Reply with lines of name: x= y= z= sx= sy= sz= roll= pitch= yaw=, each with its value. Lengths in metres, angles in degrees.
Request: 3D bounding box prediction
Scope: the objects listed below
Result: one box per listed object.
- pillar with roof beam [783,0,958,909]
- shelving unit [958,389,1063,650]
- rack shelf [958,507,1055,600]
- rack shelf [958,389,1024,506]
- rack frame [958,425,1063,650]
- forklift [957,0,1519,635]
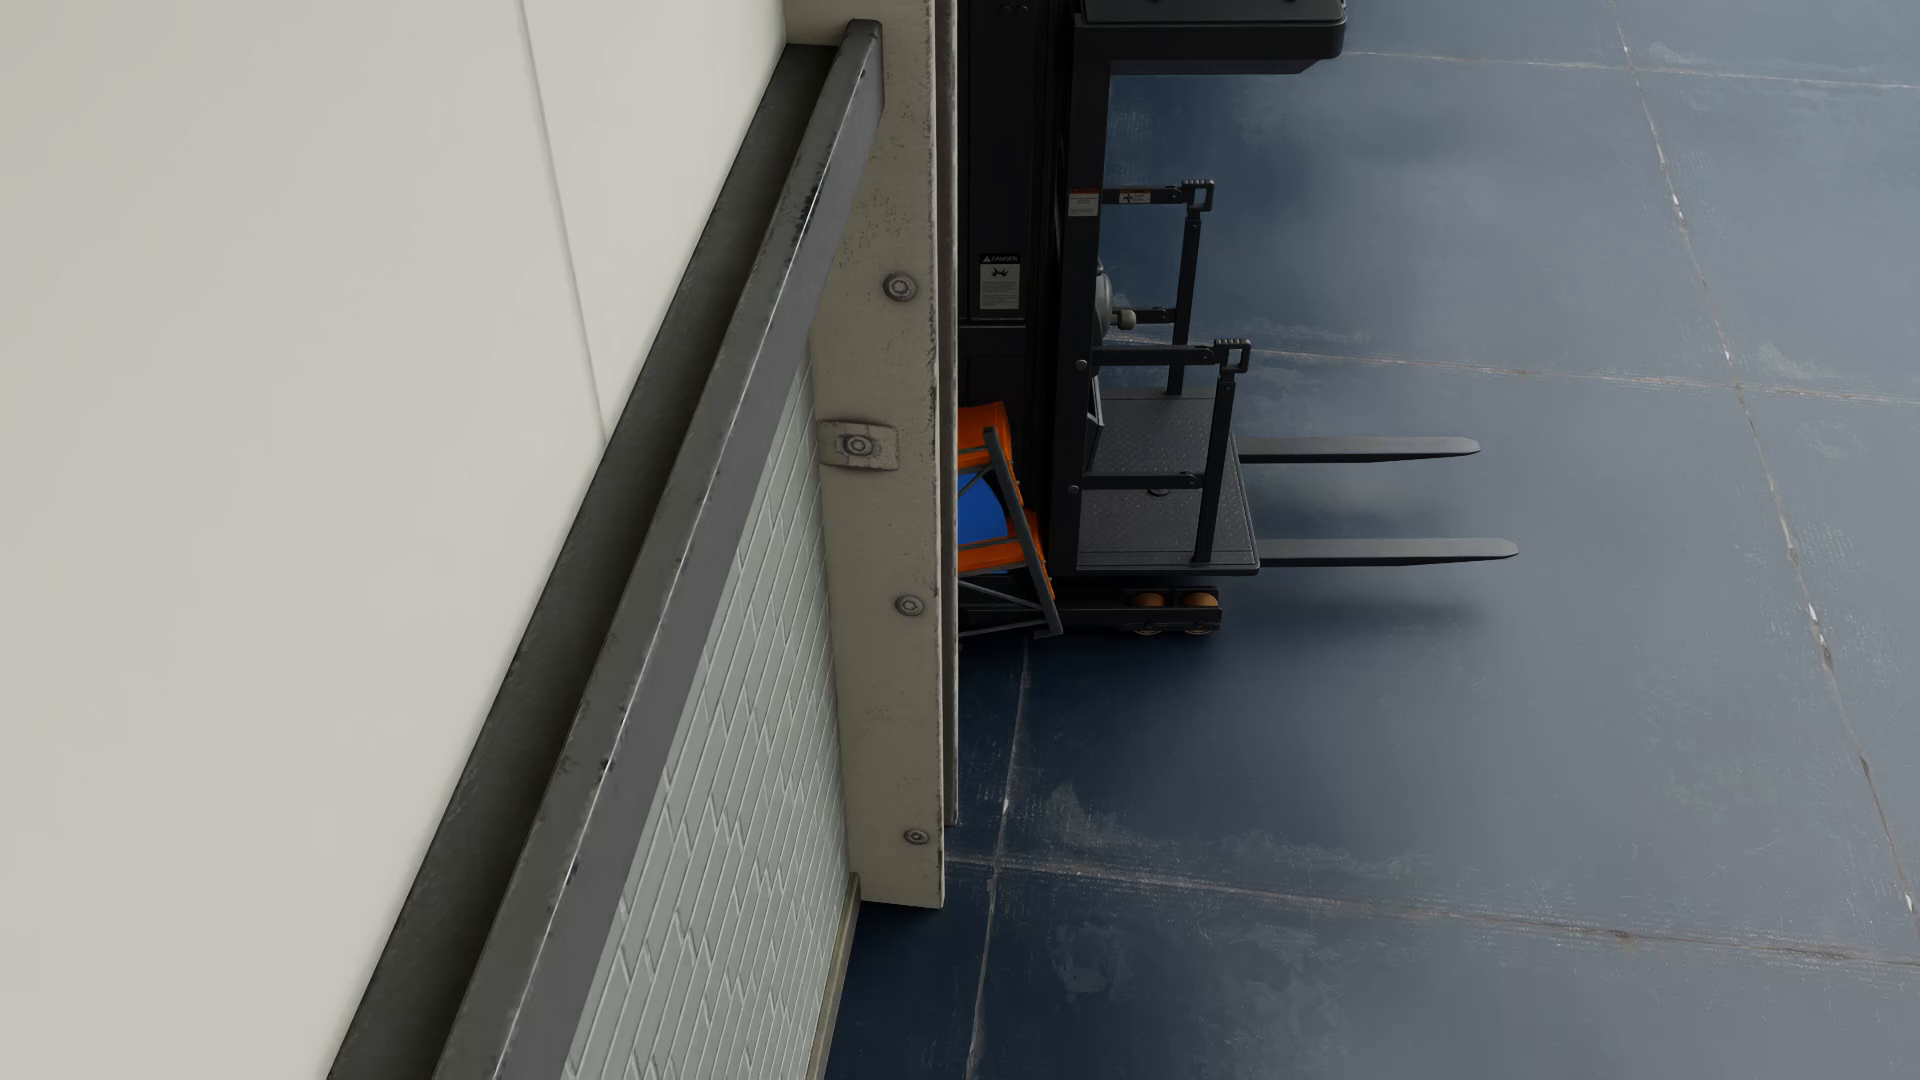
pillar with roof beam: x=4.082 y=-1.812 z=2.119 sx=9.100 sy=9.000 sz=0.400 roll=5 pitch=44 yaw=6
shelving unit: x=-0.002 y=-0.355 z=6.209 sx=0.538 sy=1.125 sz=1.048 roll=-10 pitch=49 yaw=10
rack shelf: x=0.058 y=-0.202 z=6.390 sx=0.538 sy=0.278 sz=1.000 roll=-10 pitch=49 yaw=10
rack shelf: x=-0.072 y=-0.538 z=5.992 sx=0.538 sy=0.278 sz=1.000 roll=-10 pitch=49 yaw=10
rack frame: x=0.008 y=0.032 z=5.879 sx=0.500 sy=1.125 sz=0.032 roll=-10 pitch=49 yaw=10
forklift: x=0.625 y=-1.069 z=5.747 sx=3.031 sy=2.935 sz=1.130 roll=0 pitch=43 yaw=0
